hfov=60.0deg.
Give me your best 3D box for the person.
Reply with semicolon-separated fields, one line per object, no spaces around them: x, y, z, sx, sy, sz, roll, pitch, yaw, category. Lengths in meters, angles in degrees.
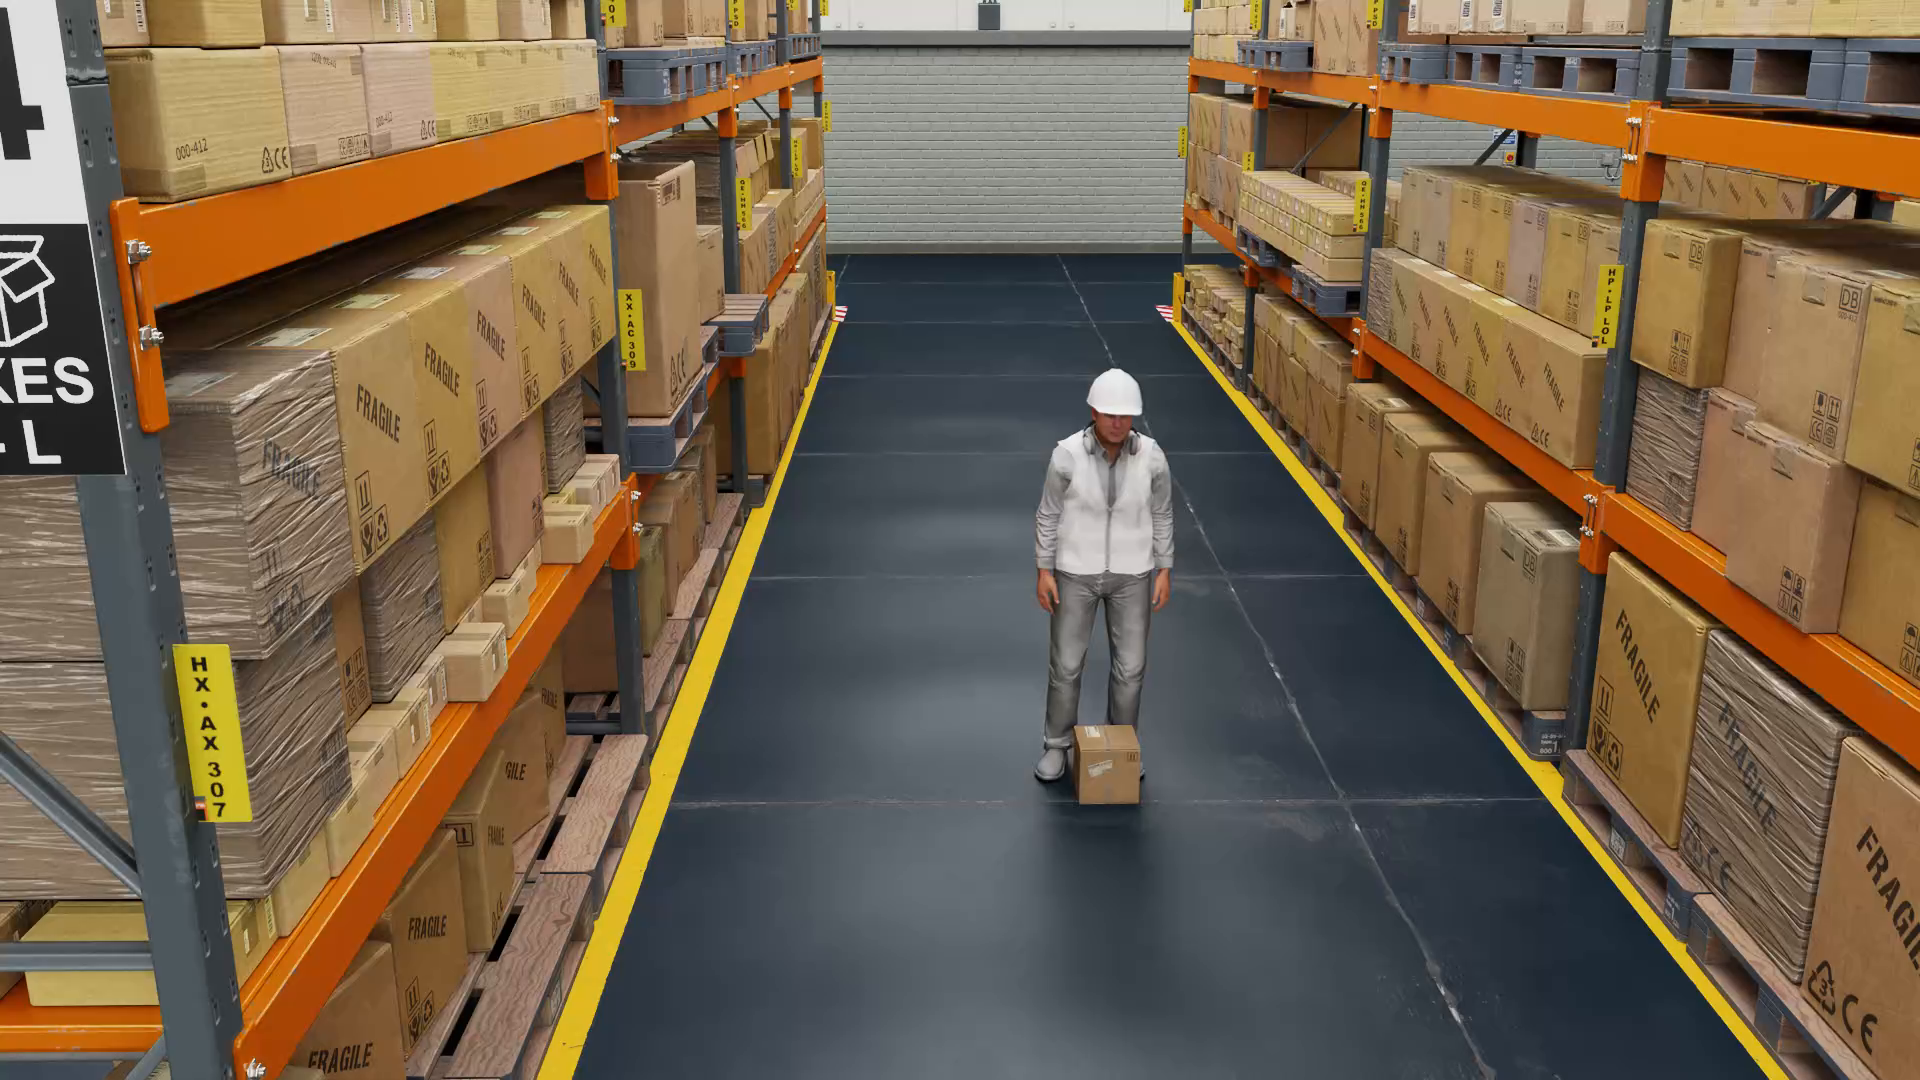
0.609;0.144;7.028;0.588;1.771;0.464;-1;17;-2;person
